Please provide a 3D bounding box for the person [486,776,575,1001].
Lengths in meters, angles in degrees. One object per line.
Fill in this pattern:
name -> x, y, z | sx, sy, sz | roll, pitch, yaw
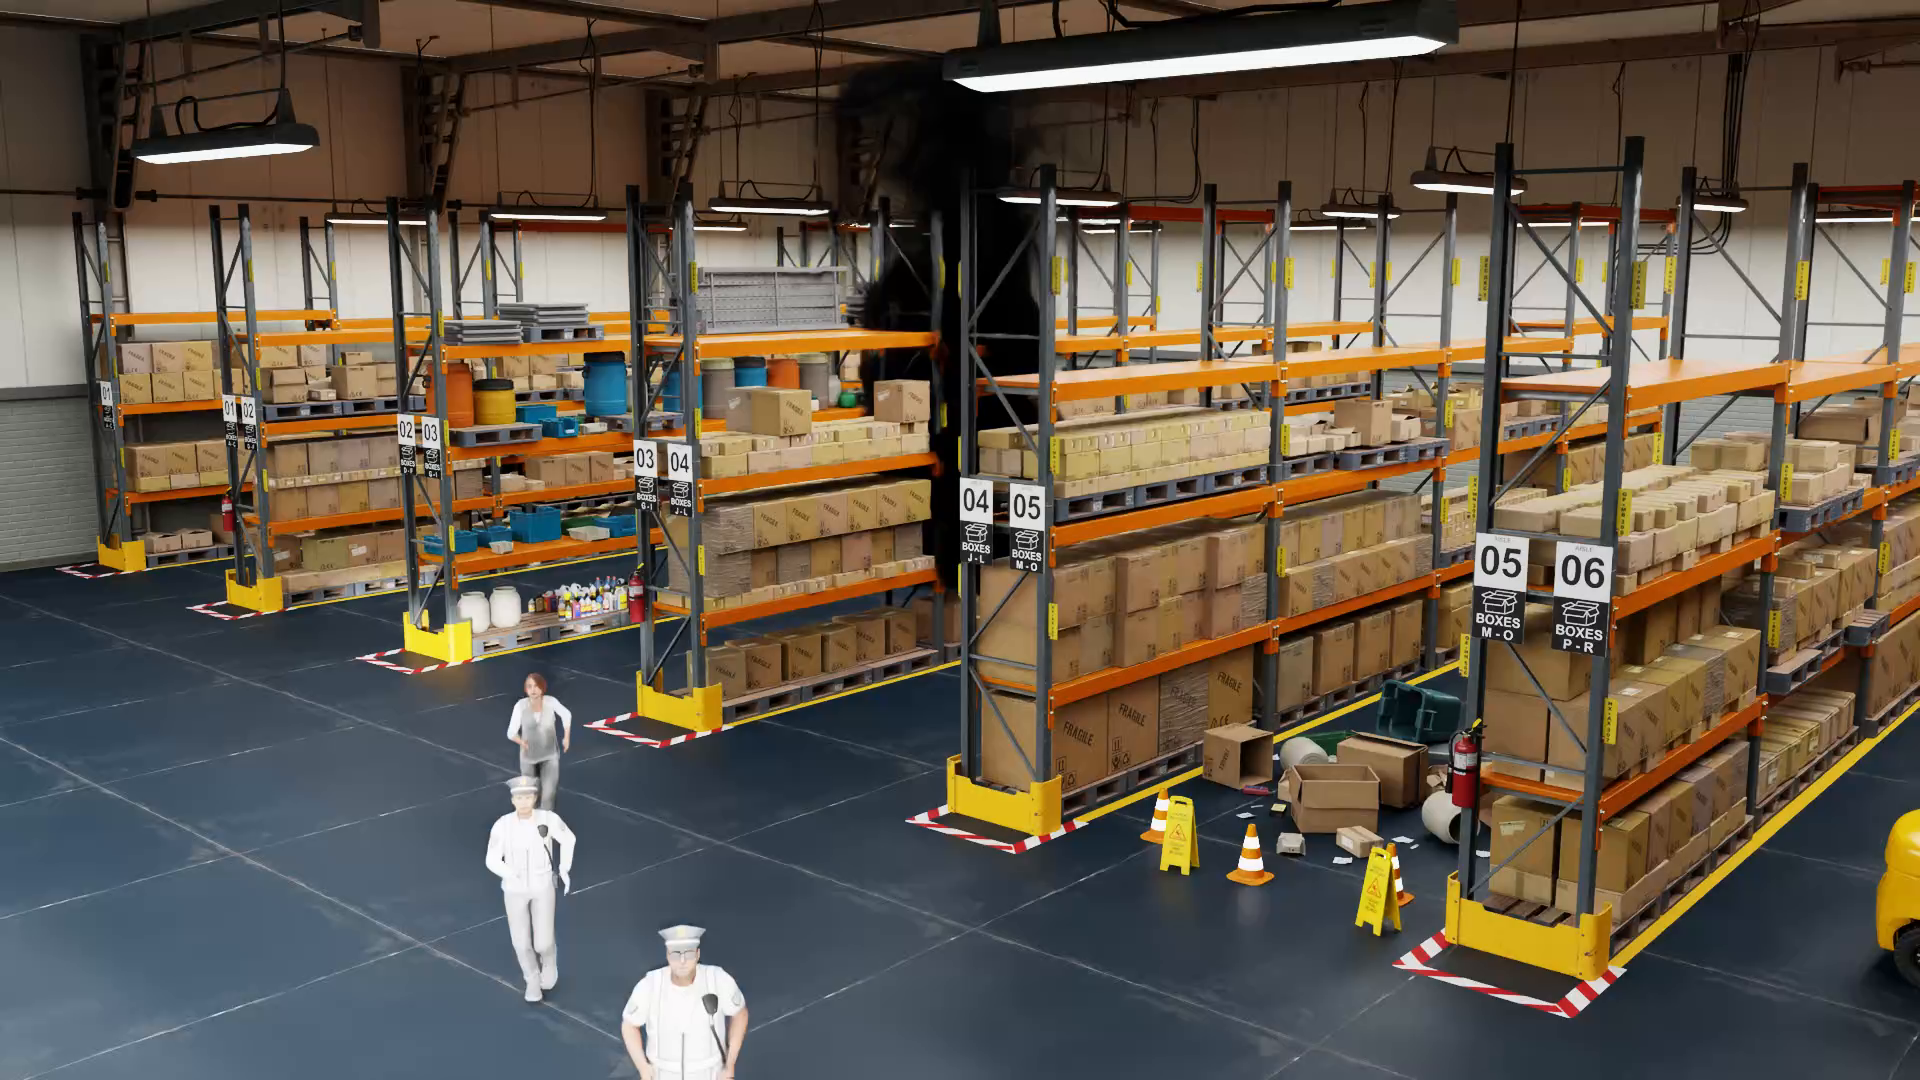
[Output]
person -> -2.989, 2.445, 11.580 | 0.592, 1.660, 0.569 | -2, 10, -10

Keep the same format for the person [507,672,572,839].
person -> -3.724, 1.956, 14.779 | 0.553, 1.594, 0.884 | -2, 10, -12

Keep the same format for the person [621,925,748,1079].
person -> -1.467, 2.860, 8.874 | 0.669, 1.750, 0.594 | -1, 10, -4
